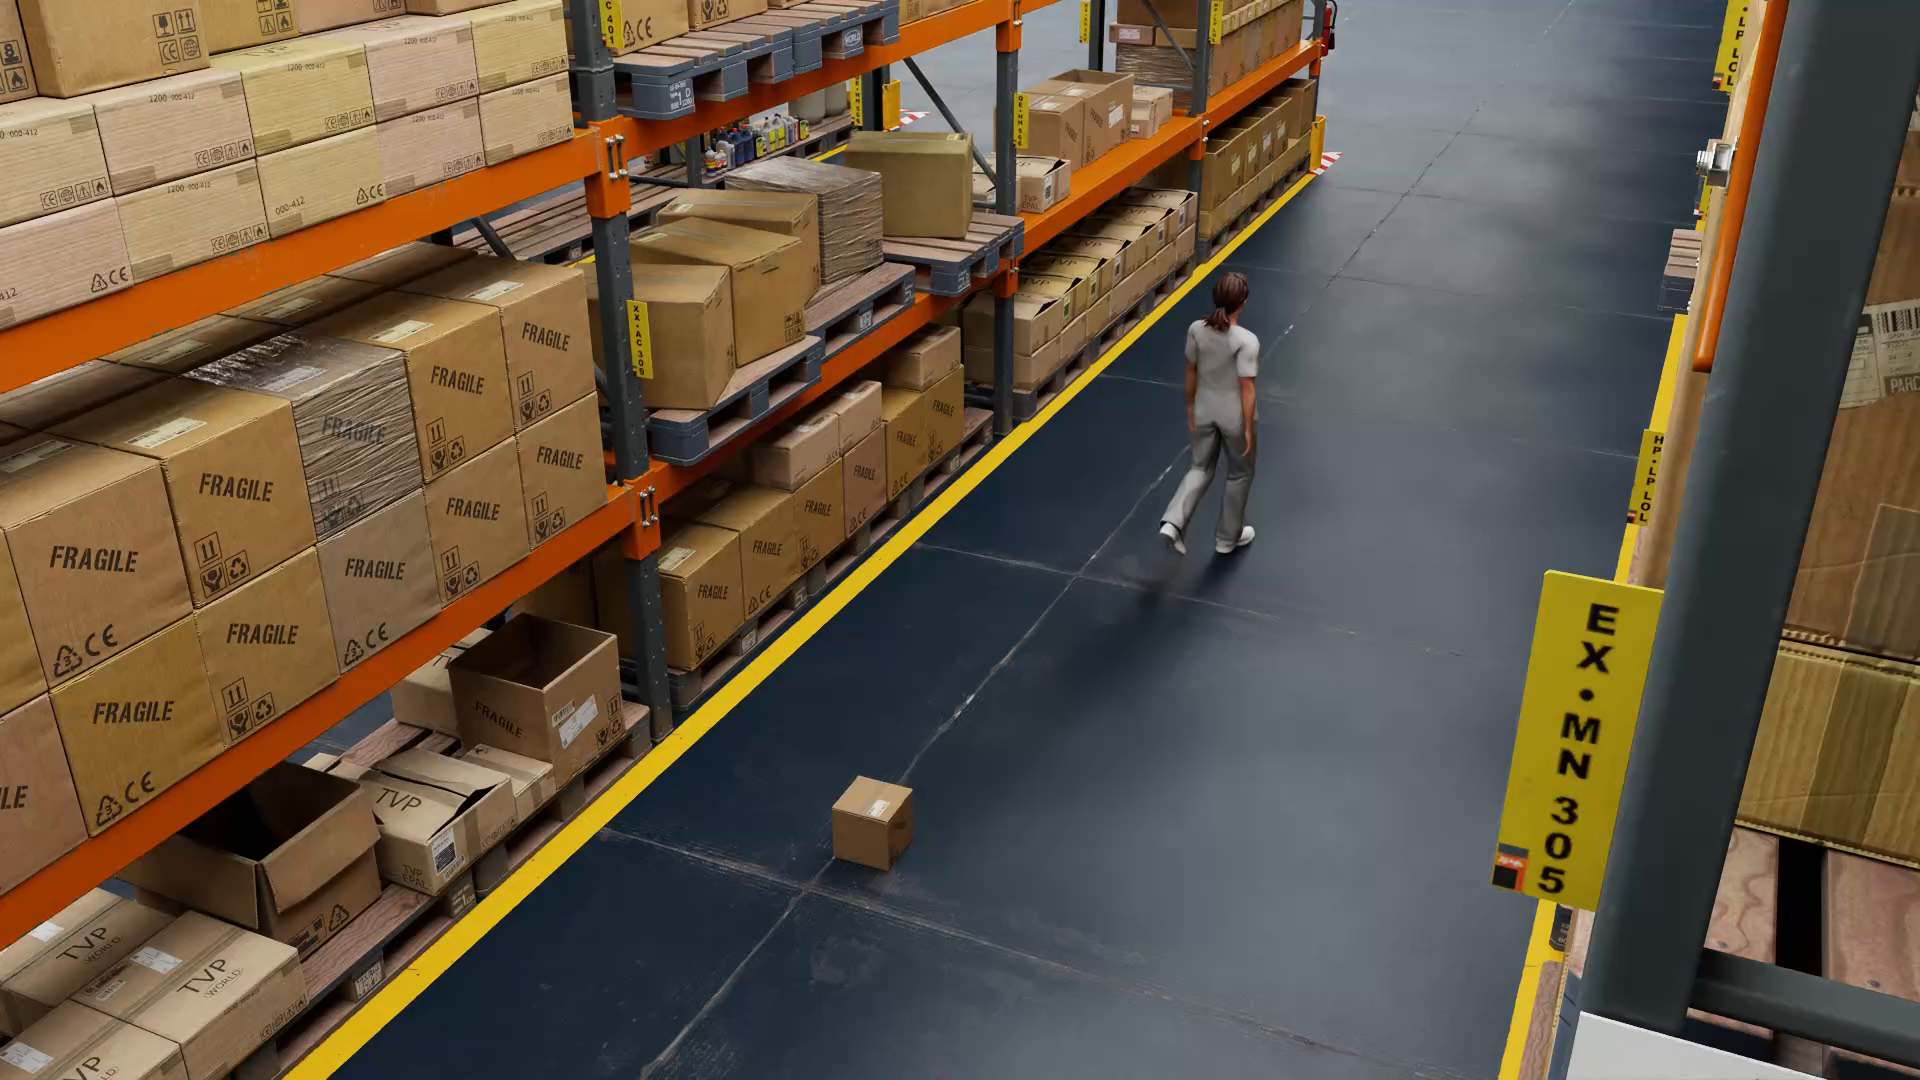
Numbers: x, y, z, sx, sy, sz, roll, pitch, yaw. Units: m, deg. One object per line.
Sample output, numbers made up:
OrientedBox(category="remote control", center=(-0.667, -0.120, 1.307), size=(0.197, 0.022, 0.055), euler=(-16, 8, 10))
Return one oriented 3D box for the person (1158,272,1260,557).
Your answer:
OrientedBox(category="person", center=(1.375, -0.639, 8.892), size=(0.450, 1.641, 0.786), euler=(19, 32, 33))
